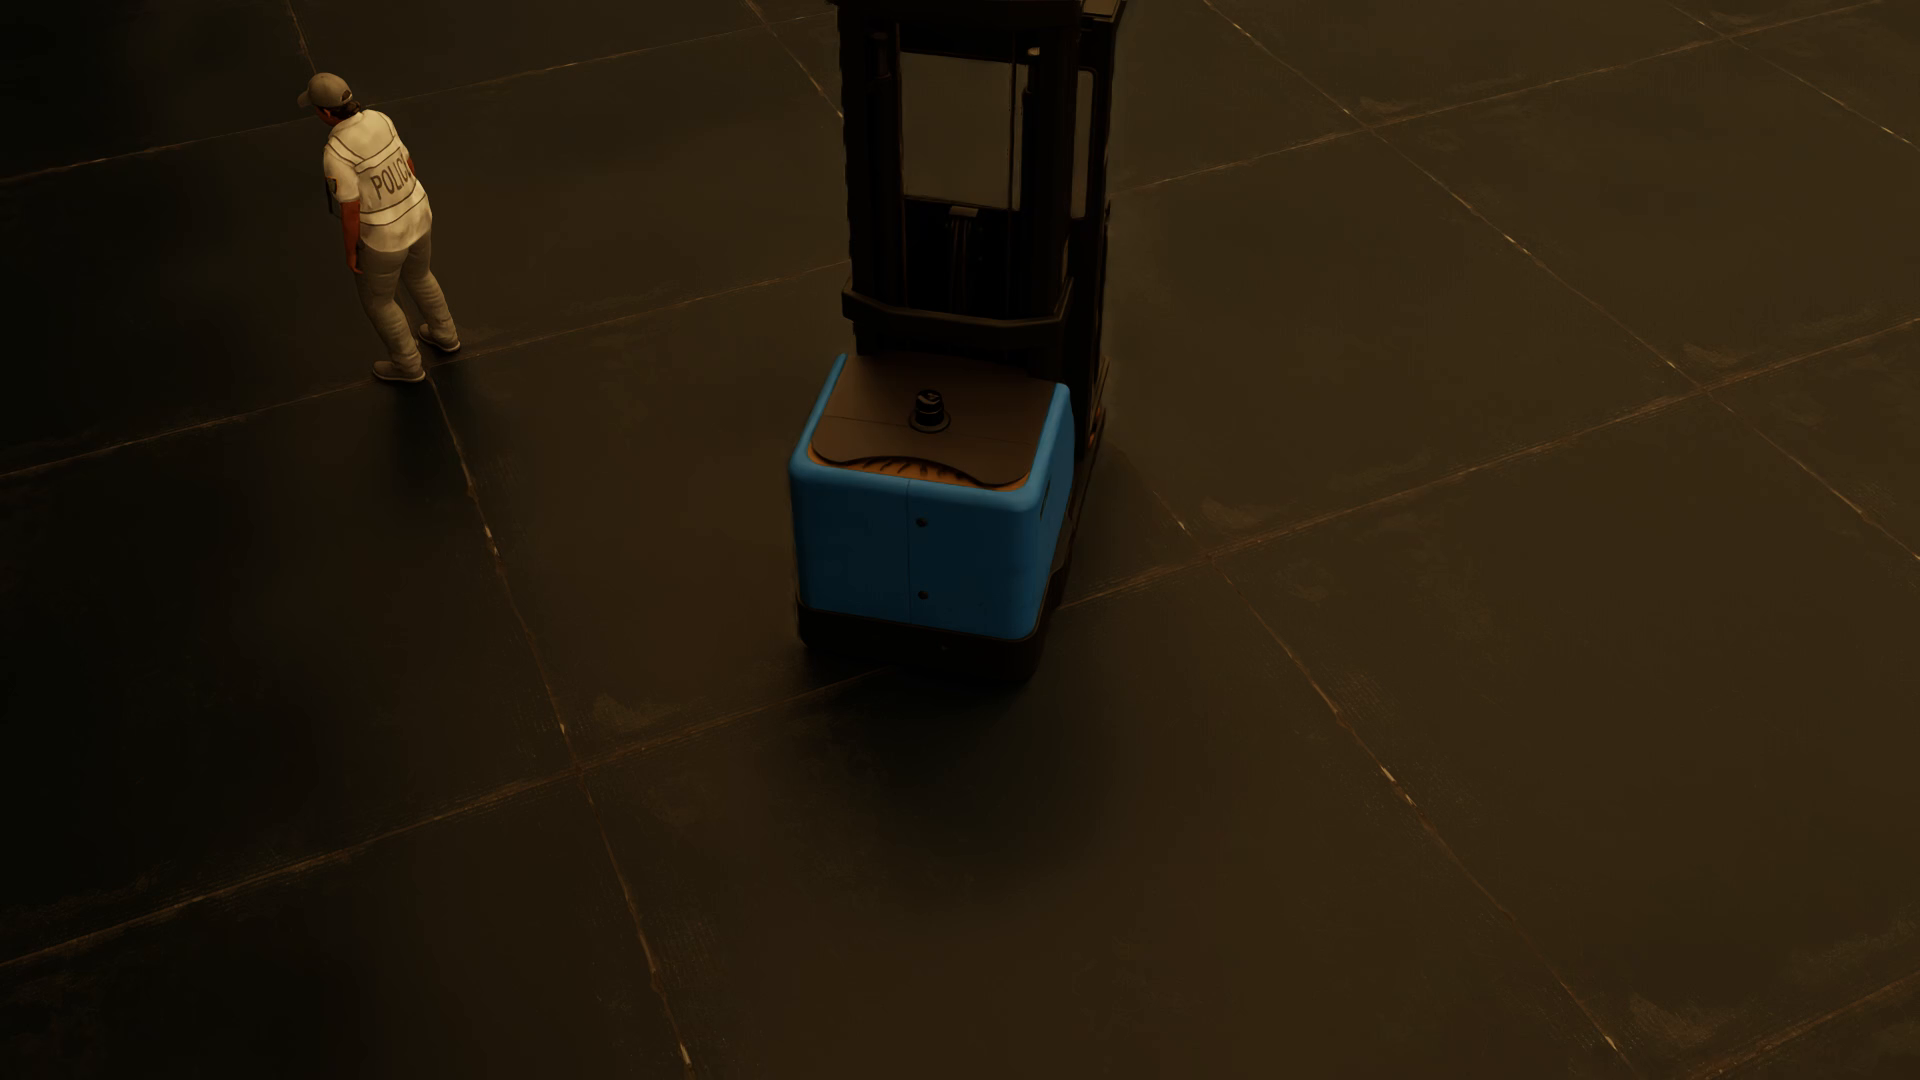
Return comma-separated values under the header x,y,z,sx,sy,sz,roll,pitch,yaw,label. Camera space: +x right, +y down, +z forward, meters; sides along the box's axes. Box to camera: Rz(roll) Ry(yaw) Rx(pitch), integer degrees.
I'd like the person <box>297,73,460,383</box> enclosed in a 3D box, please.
x,y,z,sx,sy,sz,roll,pitch,yaw,label
-2.876,-1.554,8.275,0.467,1.665,0.557,17,46,17,person

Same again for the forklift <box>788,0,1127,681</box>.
x,y,z,sx,sy,sz,roll,pitch,yaw,label
0.115,-1.491,7.278,1.130,2.935,3.031,9,44,9,forklift
